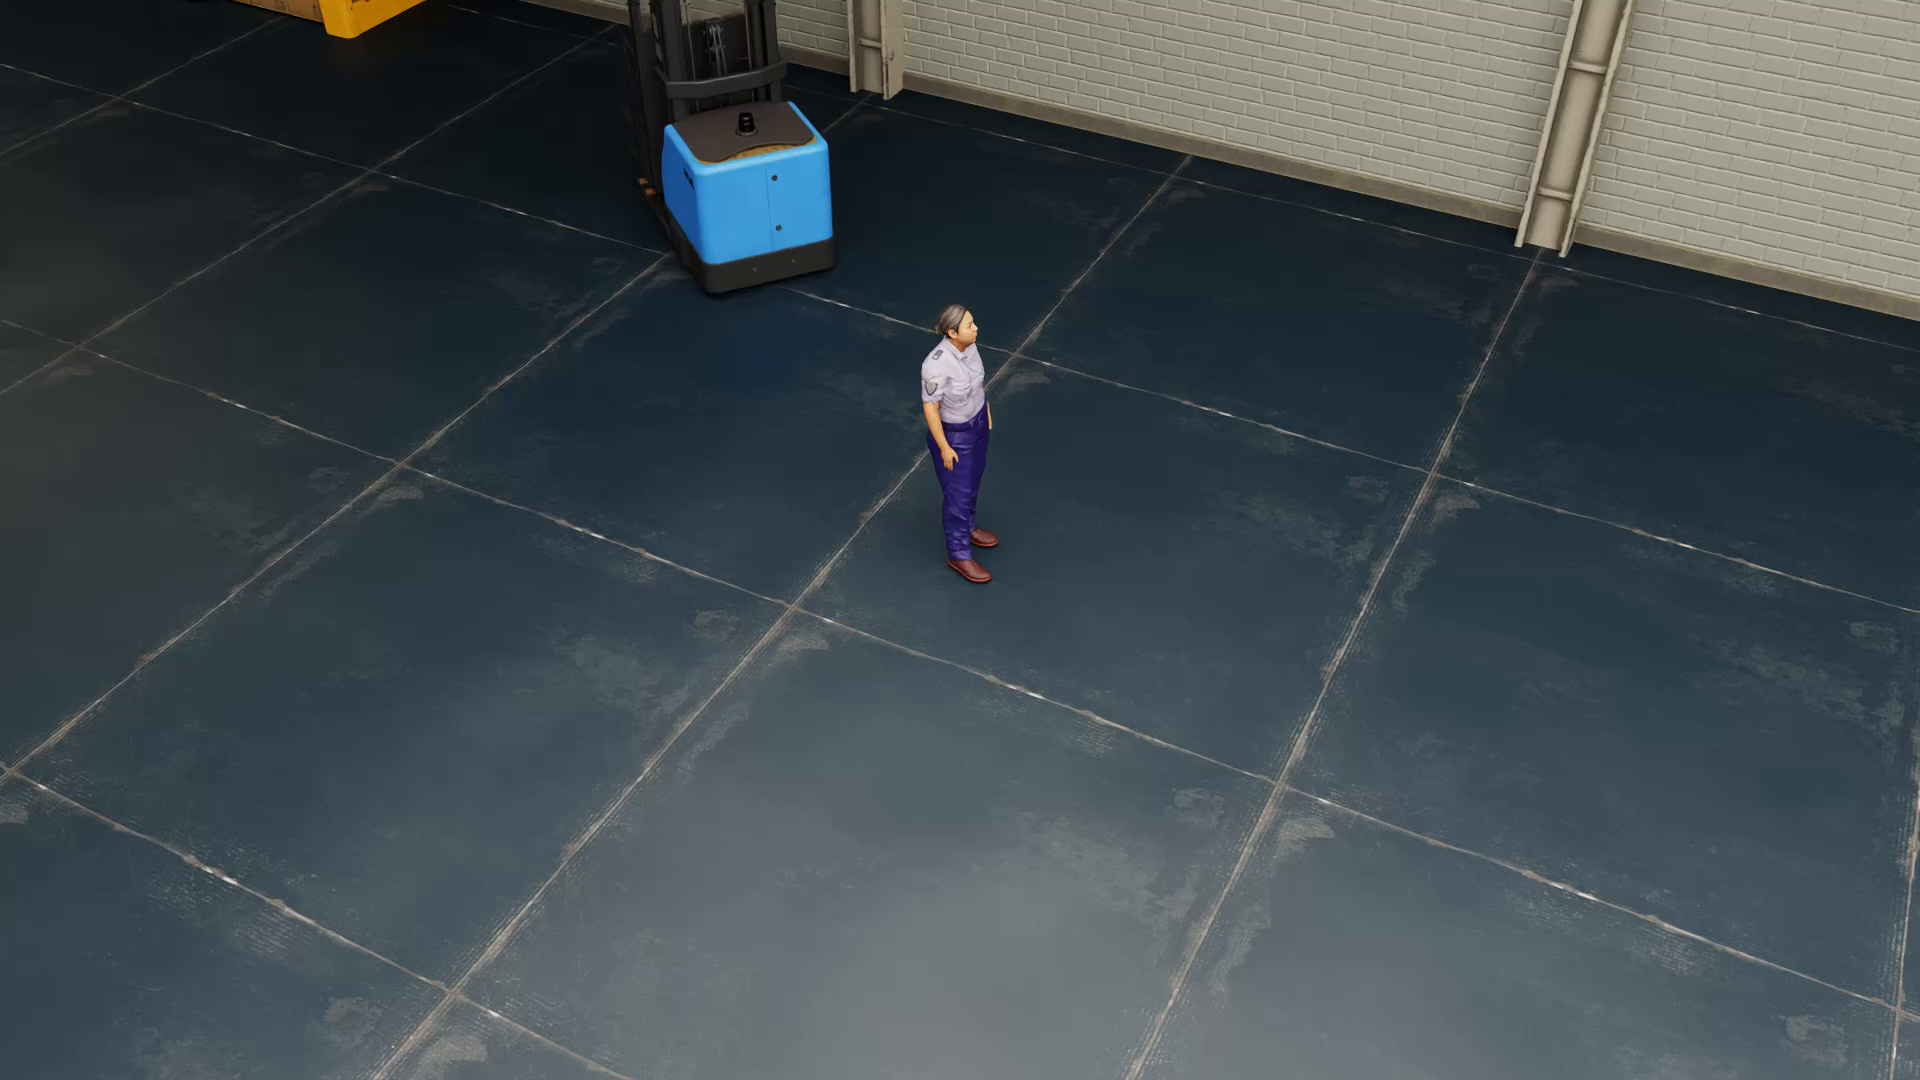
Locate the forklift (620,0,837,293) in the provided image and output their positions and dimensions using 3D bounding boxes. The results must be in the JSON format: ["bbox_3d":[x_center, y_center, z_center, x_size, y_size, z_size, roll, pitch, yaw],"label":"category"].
[{"bbox_3d":[-2.007,-3.900,12.617,1.130,2.935,3.031,-16,43,-18],"label":"forklift"}]

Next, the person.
[{"bbox_3d":[0.069,-0.595,9.679,0.502,1.651,0.597,18,43,21],"label":"person"}]
